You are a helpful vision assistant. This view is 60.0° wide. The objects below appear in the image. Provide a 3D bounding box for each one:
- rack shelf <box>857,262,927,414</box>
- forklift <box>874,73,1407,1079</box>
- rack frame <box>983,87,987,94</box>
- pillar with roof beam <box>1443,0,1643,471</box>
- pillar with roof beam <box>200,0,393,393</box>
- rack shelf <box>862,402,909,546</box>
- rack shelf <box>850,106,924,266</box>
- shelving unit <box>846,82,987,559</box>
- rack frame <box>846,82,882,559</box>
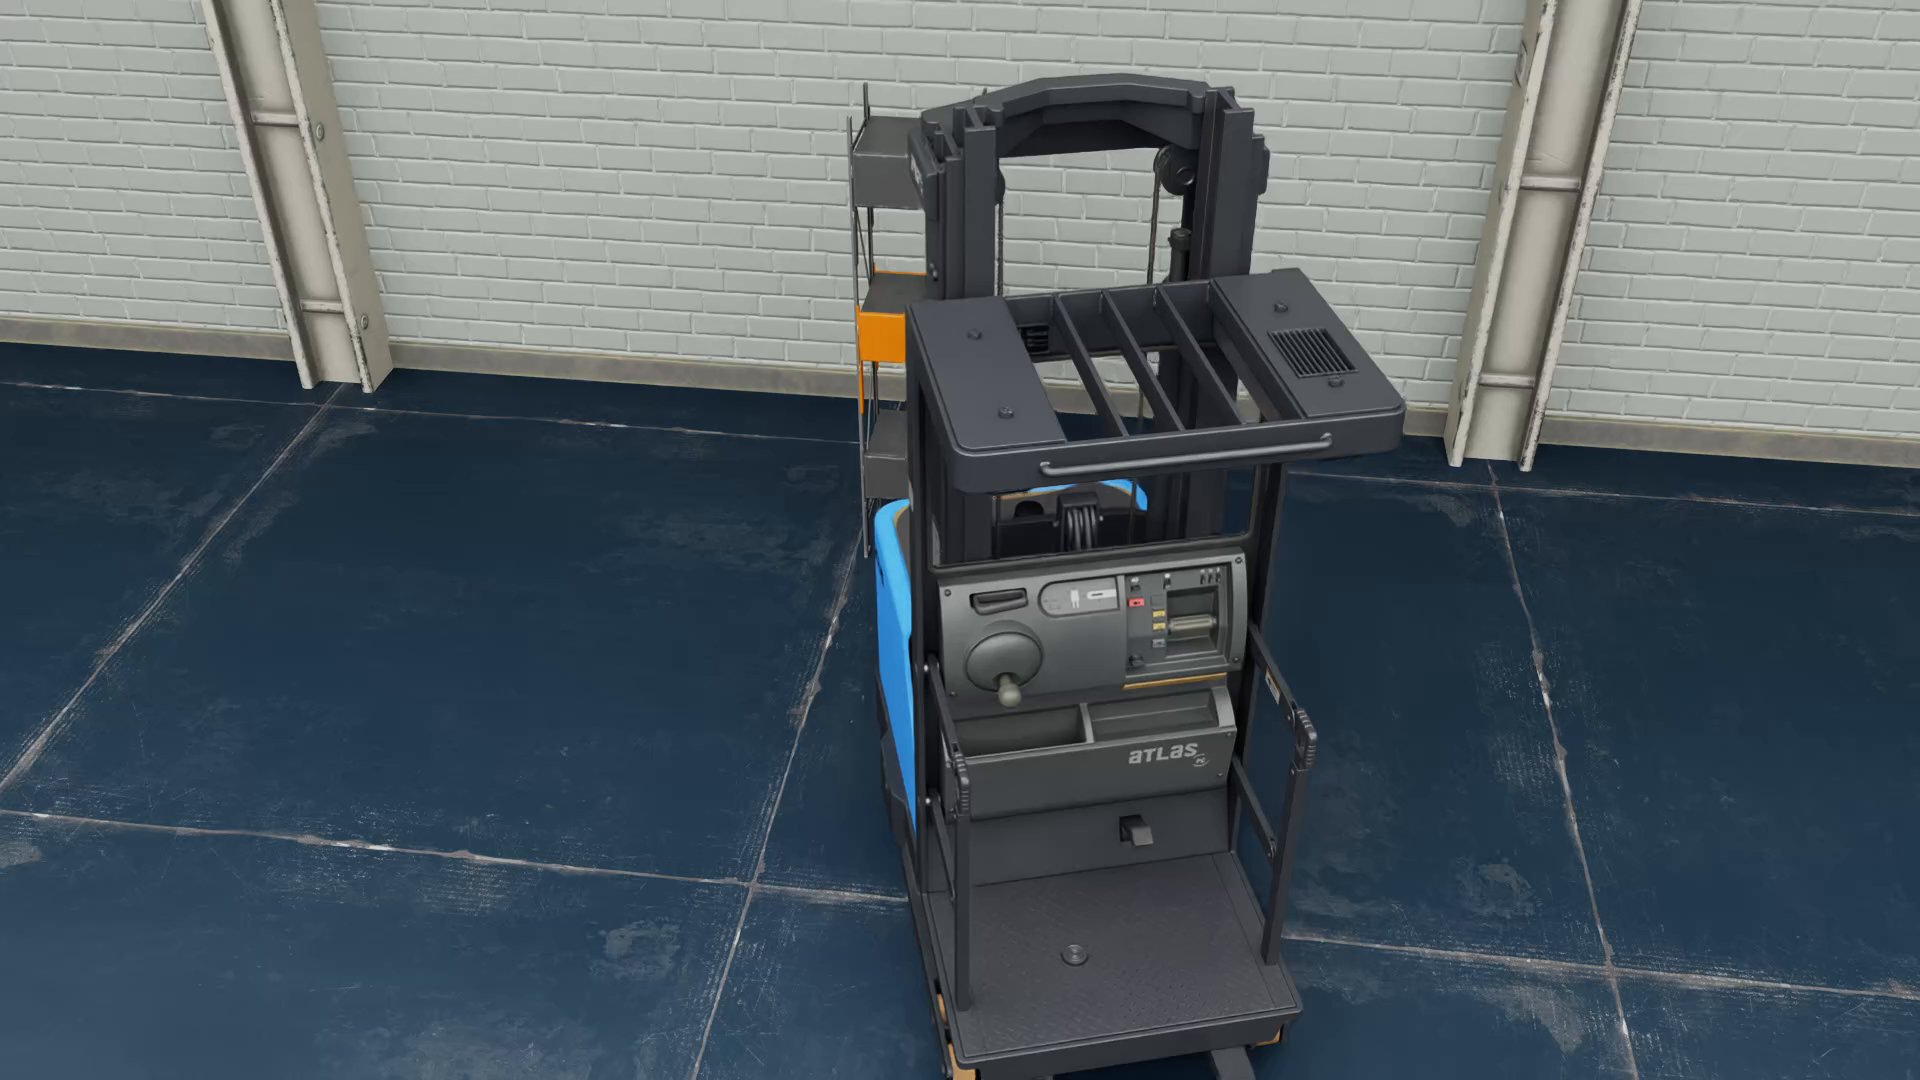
[{"bbox_3d":[-0.164,-0.856,7.165,0.480,0.518,0.431,4,36,6],"label":"rack shelf"},{"bbox_3d":[0.443,0.328,4.767,1.130,2.935,3.031,-6,36,-8],"label":"forklift"},{"bbox_3d":[0.078,-0.849,7.132,0.015,2.100,0.400,4,36,6],"label":"rack frame"},{"bbox_3d":[2.101,-1.625,2.281,0.400,9.000,9.100,4,36,6],"label":"pillar with roof beam"},{"bbox_3d":[-3.850,-2.069,2.903,0.400,9.000,9.100,4,36,6],"label":"pillar with roof beam"},{"bbox_3d":[-0.164,-0.286,7.572,0.480,0.518,0.431,4,36,6],"label":"rack shelf"},{"bbox_3d":[-0.164,-1.426,6.758,0.480,0.518,0.431,4,36,6],"label":"rack shelf"},{"bbox_3d":[-0.164,-0.867,7.157,0.503,2.100,0.431,4,36,6],"label":"shelving unit"},{"bbox_3d":[-0.406,-0.885,7.182,0.015,2.100,0.400,4,36,6],"label":"rack frame"}]
